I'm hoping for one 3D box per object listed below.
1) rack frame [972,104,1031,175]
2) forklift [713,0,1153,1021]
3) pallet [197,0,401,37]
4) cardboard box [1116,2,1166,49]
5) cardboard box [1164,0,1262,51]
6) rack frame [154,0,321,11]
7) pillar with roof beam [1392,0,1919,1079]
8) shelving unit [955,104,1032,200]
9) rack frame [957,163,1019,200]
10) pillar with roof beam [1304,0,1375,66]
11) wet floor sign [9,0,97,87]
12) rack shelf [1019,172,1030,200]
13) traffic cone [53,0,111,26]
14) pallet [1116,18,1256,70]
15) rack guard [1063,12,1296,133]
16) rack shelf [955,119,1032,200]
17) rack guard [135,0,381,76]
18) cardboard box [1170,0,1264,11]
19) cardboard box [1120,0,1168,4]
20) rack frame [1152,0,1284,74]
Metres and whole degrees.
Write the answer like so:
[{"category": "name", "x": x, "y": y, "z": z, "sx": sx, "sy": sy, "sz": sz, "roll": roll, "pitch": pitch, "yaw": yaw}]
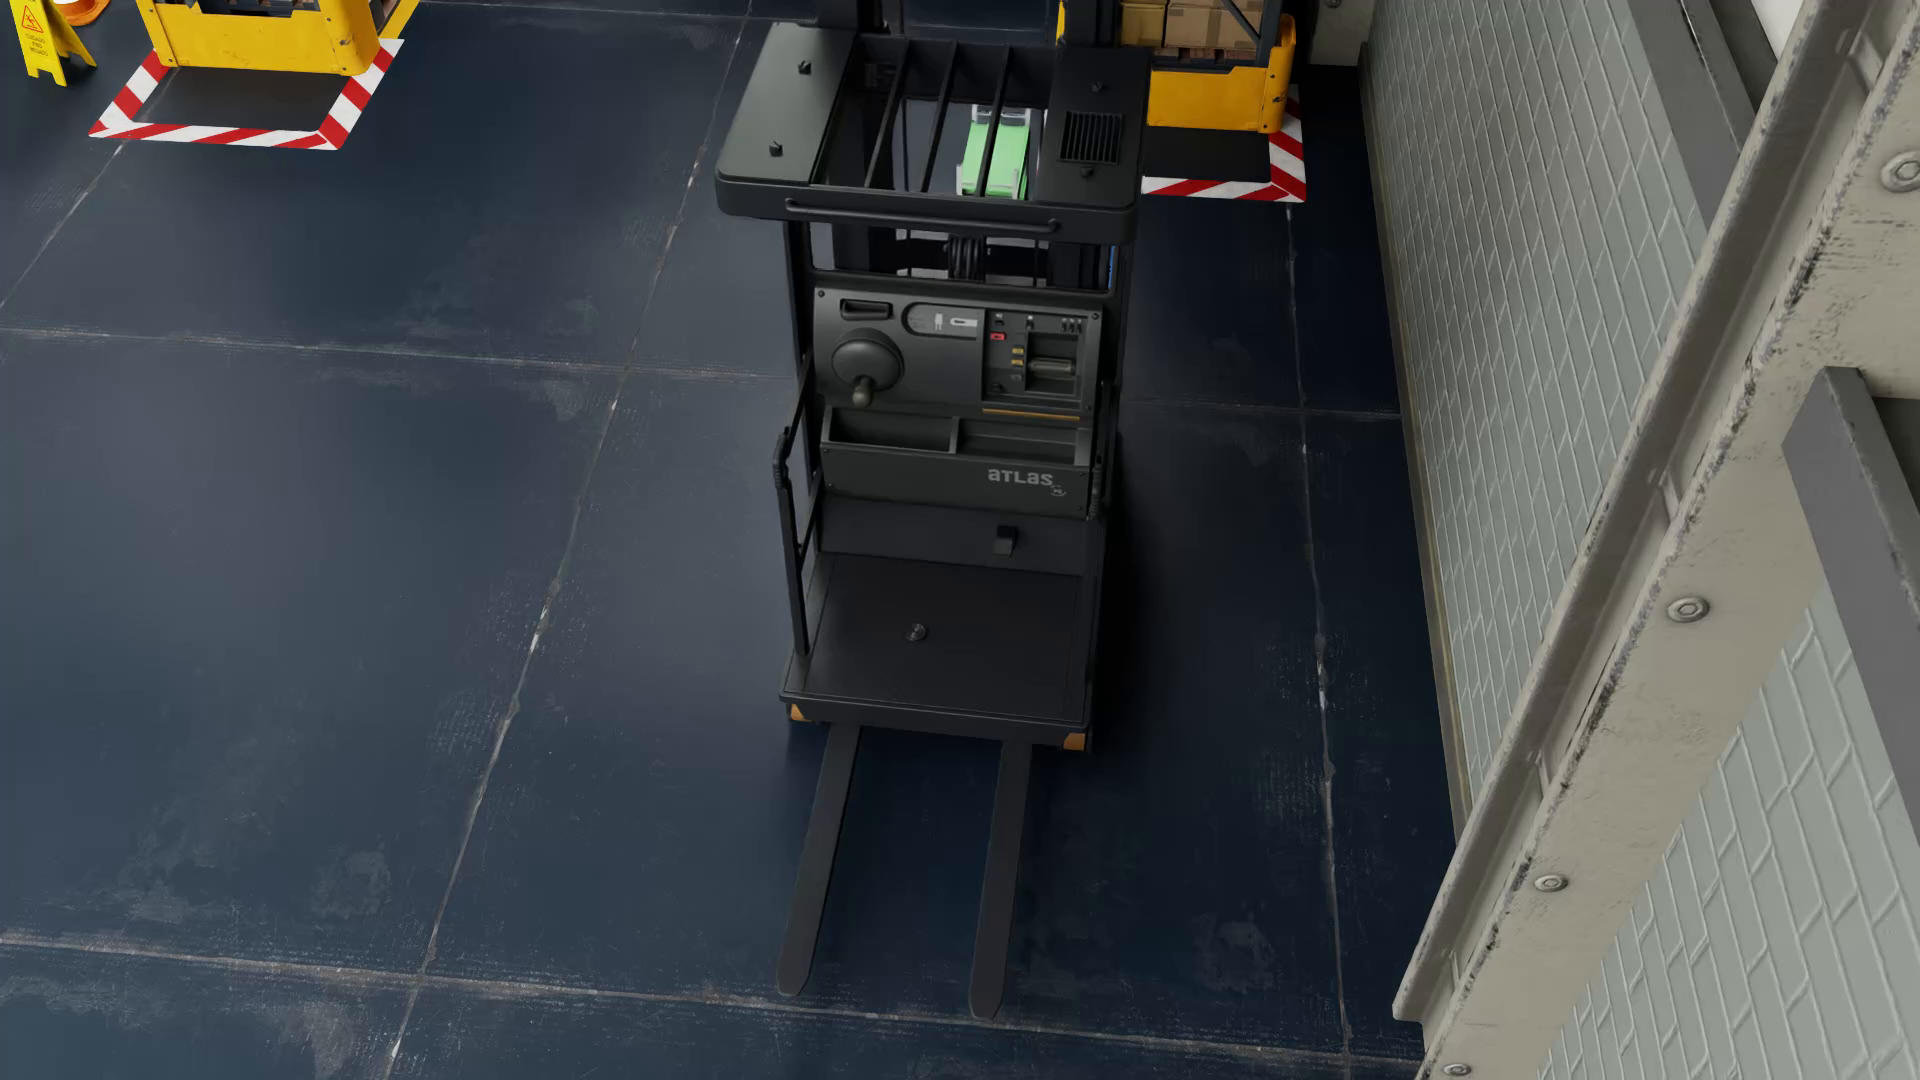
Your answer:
[{"category": "rack frame", "x": 0.171, "y": -1.403, "z": 7.220, "sx": 0.240, "sy": 1.200, "sz": 0.015, "roll": 5, "pitch": 48, "yaw": 5}, {"category": "forklift", "x": -0.037, "y": -0.505, "z": 5.226, "sx": 1.130, "sy": 2.935, "sz": 3.031, "roll": 5, "pitch": 48, "yaw": 5}, {"category": "pallet", "x": -3.707, "y": -3.358, "z": 9.678, "sx": 1.003, "sy": 0.211, "sz": 1.213, "roll": 4, "pitch": 48, "yaw": 4}, {"category": "cardboard box", "x": 0.848, "y": -2.897, "z": 8.946, "sx": 0.500, "sy": 0.250, "sz": 0.500, "roll": 4, "pitch": 48, "yaw": 4}, {"category": "cardboard box", "x": 1.359, "y": -2.879, "z": 8.929, "sx": 0.500, "sy": 0.250, "sz": 0.500, "roll": 4, "pitch": 48, "yaw": 4}, {"category": "rack frame", "x": -3.823, "y": -3.648, "z": 8.054, "sx": 1.000, "sy": 3.000, "sz": 0.127, "roll": 4, "pitch": 48, "yaw": 4}, {"category": "pillar with roof beam", "x": -2.753, "y": -1.673, "z": 2.182, "sx": 9.100, "sy": 9.000, "sz": 0.400, "roll": 4, "pitch": 48, "yaw": 4}, {"category": "shelving unit", "x": 0.140, "y": -1.224, "z": 7.056, "sx": 0.258, "sy": 1.200, "sz": 0.503, "roll": 5, "pitch": 48, "yaw": 5}, {"category": "rack frame", "x": 0.108, "y": -1.045, "z": 6.893, "sx": 0.240, "sy": 1.200, "sz": 0.015, "roll": 5, "pitch": 48, "yaw": 5}, {"category": "pillar with roof beam", "x": -2.206, "y": -6.082, "z": 6.215, "sx": 9.100, "sy": 9.000, "sz": 0.400, "roll": 4, "pitch": 48, "yaw": 4}, {"category": "wet floor sign", "x": -4.906, "y": -2.786, "z": 8.861, "sx": 0.267, "sy": 0.644, "sz": 0.232, "roll": 19, "pitch": 50, "yaw": 17}, {"category": "rack shelf", "x": 0.140, "y": -1.343, "z": 6.926, "sx": 0.258, "sy": 0.148, "sz": 0.480, "roll": 5, "pitch": 48, "yaw": 5}, {"category": "traffic cone", "x": -5.069, "y": -3.195, "z": 9.358, "sx": 0.336, "sy": 0.463, "sz": 0.334, "roll": 4, "pitch": 48, "yaw": 4}, {"category": "pallet", "x": 1.148, "y": -2.941, "z": 9.297, "sx": 1.003, "sy": 0.211, "sz": 1.213, "roll": 4, "pitch": 48, "yaw": 4}, {"category": "rack guard", "x": 1.118, "y": -2.456, "z": 8.657, "sx": 1.175, "sy": 0.500, "sz": 0.348, "roll": 4, "pitch": 48, "yaw": 4}, {"category": "rack shelf", "x": 0.140, "y": -1.505, "z": 6.749, "sx": 0.258, "sy": 0.148, "sz": 0.480, "roll": 5, "pitch": 48, "yaw": 5}, {"category": "rack guard", "x": -3.817, "y": -2.860, "z": 9.027, "sx": 1.175, "sy": 0.500, "sz": 0.348, "roll": 4, "pitch": 48, "yaw": 4}, {"category": "cardboard box", "x": 1.370, "y": -3.031, "z": 8.730, "sx": 0.500, "sy": 0.250, "sz": 0.500, "roll": 5, "pitch": 48, "yaw": 4}, {"category": "cardboard box", "x": 0.853, "y": -3.078, "z": 8.773, "sx": 0.500, "sy": 0.250, "sz": 0.500, "roll": 3, "pitch": 48, "yaw": 3}, {"category": "rack frame", "x": 1.120, "y": -3.317, "z": 7.751, "sx": 1.000, "sy": 3.000, "sz": 0.127, "roll": 4, "pitch": 48, "yaw": 4}]
